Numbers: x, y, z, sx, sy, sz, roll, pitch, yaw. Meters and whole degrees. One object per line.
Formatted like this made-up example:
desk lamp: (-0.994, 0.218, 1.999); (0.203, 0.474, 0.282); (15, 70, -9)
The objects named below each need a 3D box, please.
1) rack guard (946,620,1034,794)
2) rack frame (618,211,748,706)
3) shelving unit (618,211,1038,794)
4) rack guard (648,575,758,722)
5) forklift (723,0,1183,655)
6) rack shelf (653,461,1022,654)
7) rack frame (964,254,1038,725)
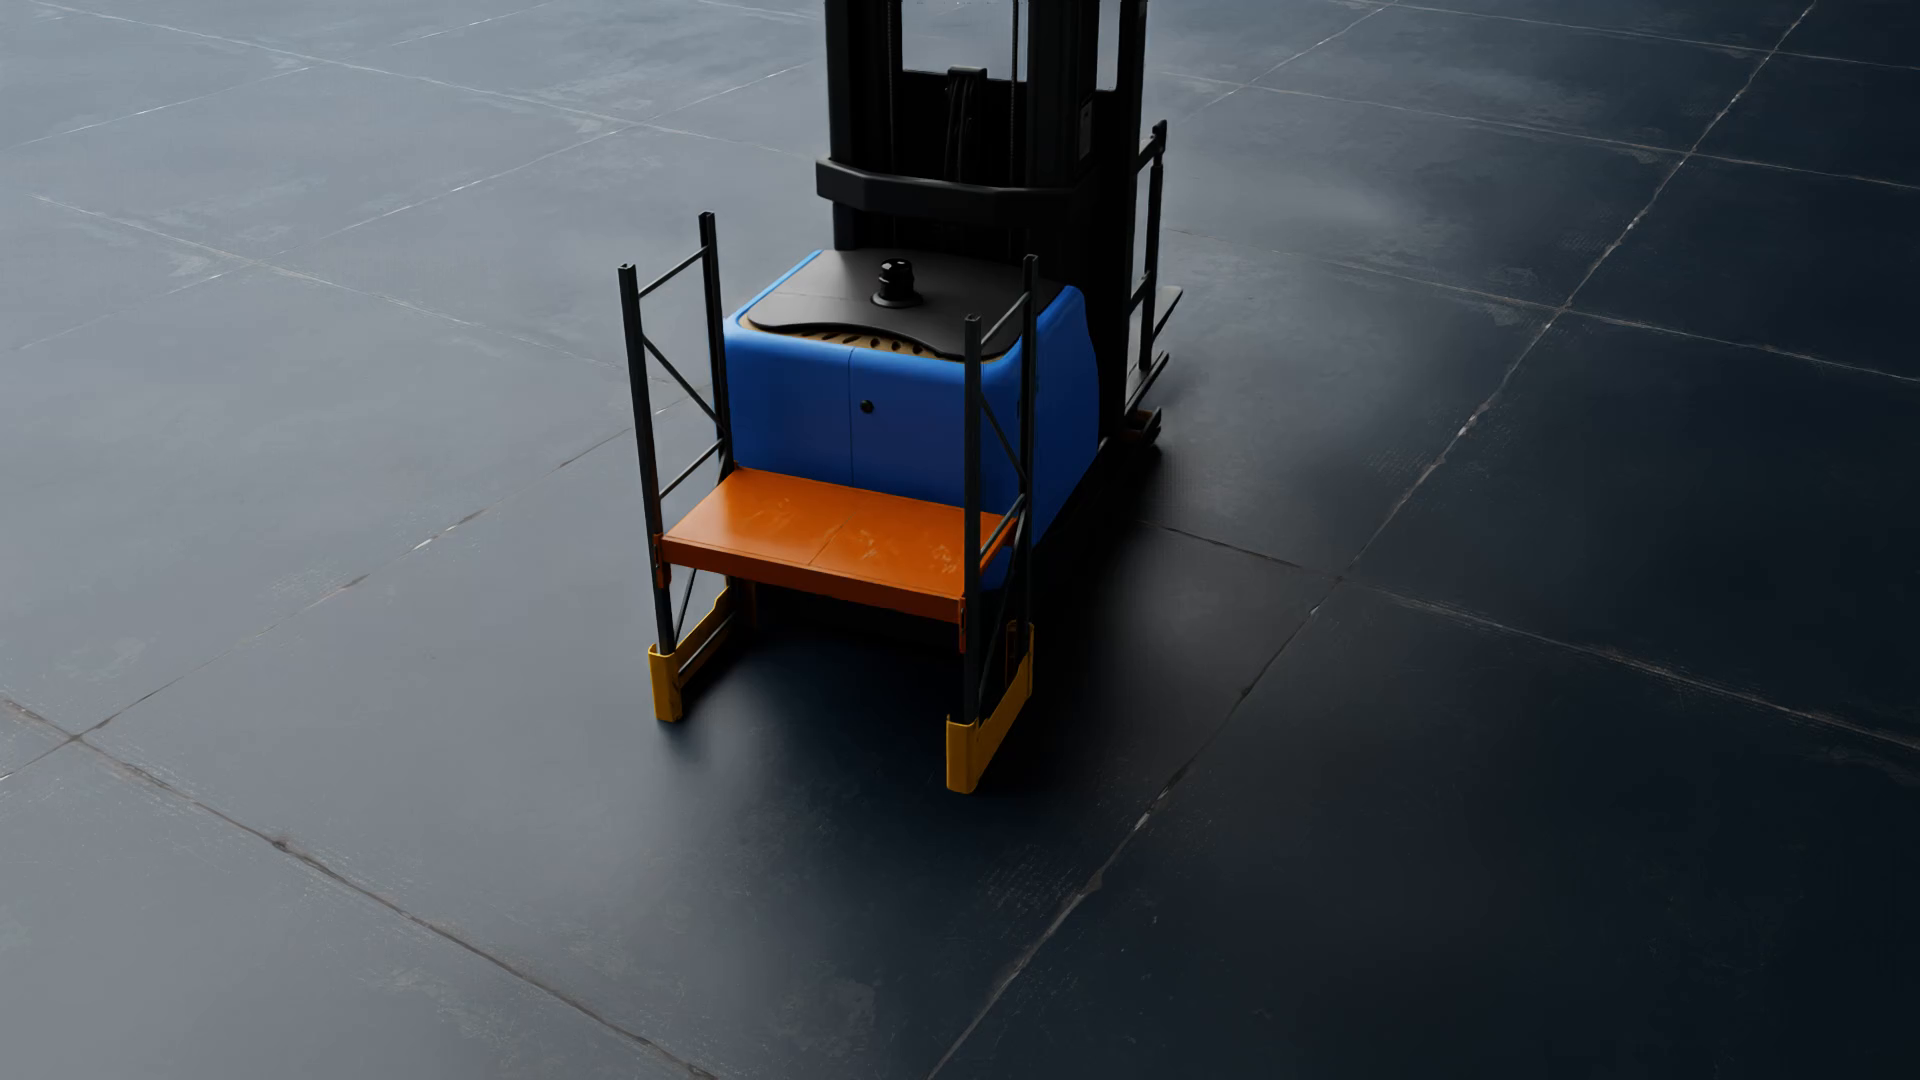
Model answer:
rack guard: (0.098, 0.507, 5.133); (0.087, 0.250, 0.587); (11, 32, 18)
rack frame: (-0.833, -0.213, 5.126); (0.032, 1.500, 0.500); (11, 32, 18)
shelving unit: (-0.367, -0.123, 4.971); (1.083, 1.500, 0.587); (11, 32, 18)
rack guard: (-0.832, 0.326, 5.442); (0.087, 0.250, 0.587); (11, 32, 18)
forklift: (0.193, -1.617, 6.113); (1.130, 2.935, 3.031); (11, 32, 18)
rack shelf: (-0.359, 0.034, 5.059); (1.000, 0.185, 0.538); (11, 32, 18)
rack frame: (0.115, -0.029, 4.811); (0.032, 1.500, 0.500); (11, 32, 18)
